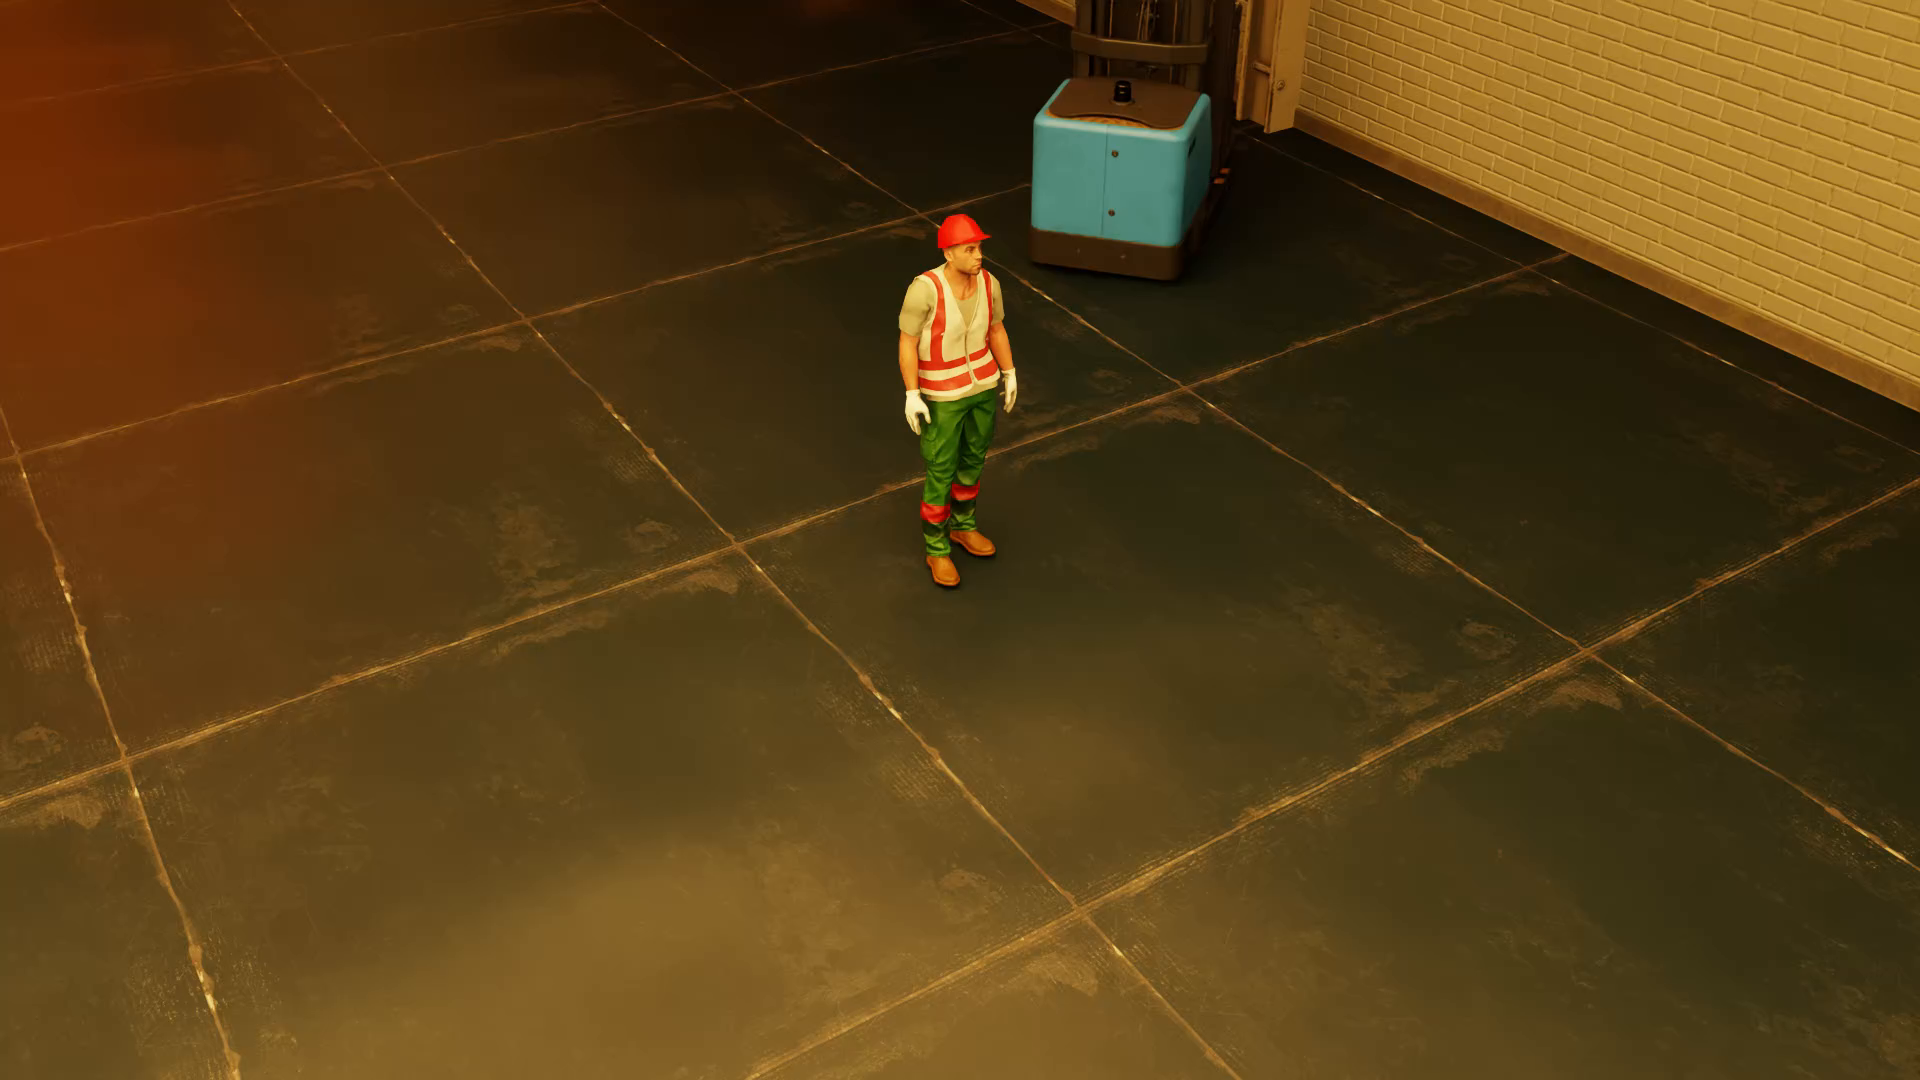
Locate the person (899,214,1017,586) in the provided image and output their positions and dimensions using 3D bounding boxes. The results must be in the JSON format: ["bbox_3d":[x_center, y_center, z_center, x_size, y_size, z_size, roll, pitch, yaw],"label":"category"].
[{"bbox_3d":[0.033,-0.696,8.118,0.637,1.787,0.564,-21,40,-27],"label":"person"}]

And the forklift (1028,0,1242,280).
[{"bbox_3d":[1.404,-3.764,11.505,1.130,2.935,3.031,11,36,15],"label":"forklift"}]
